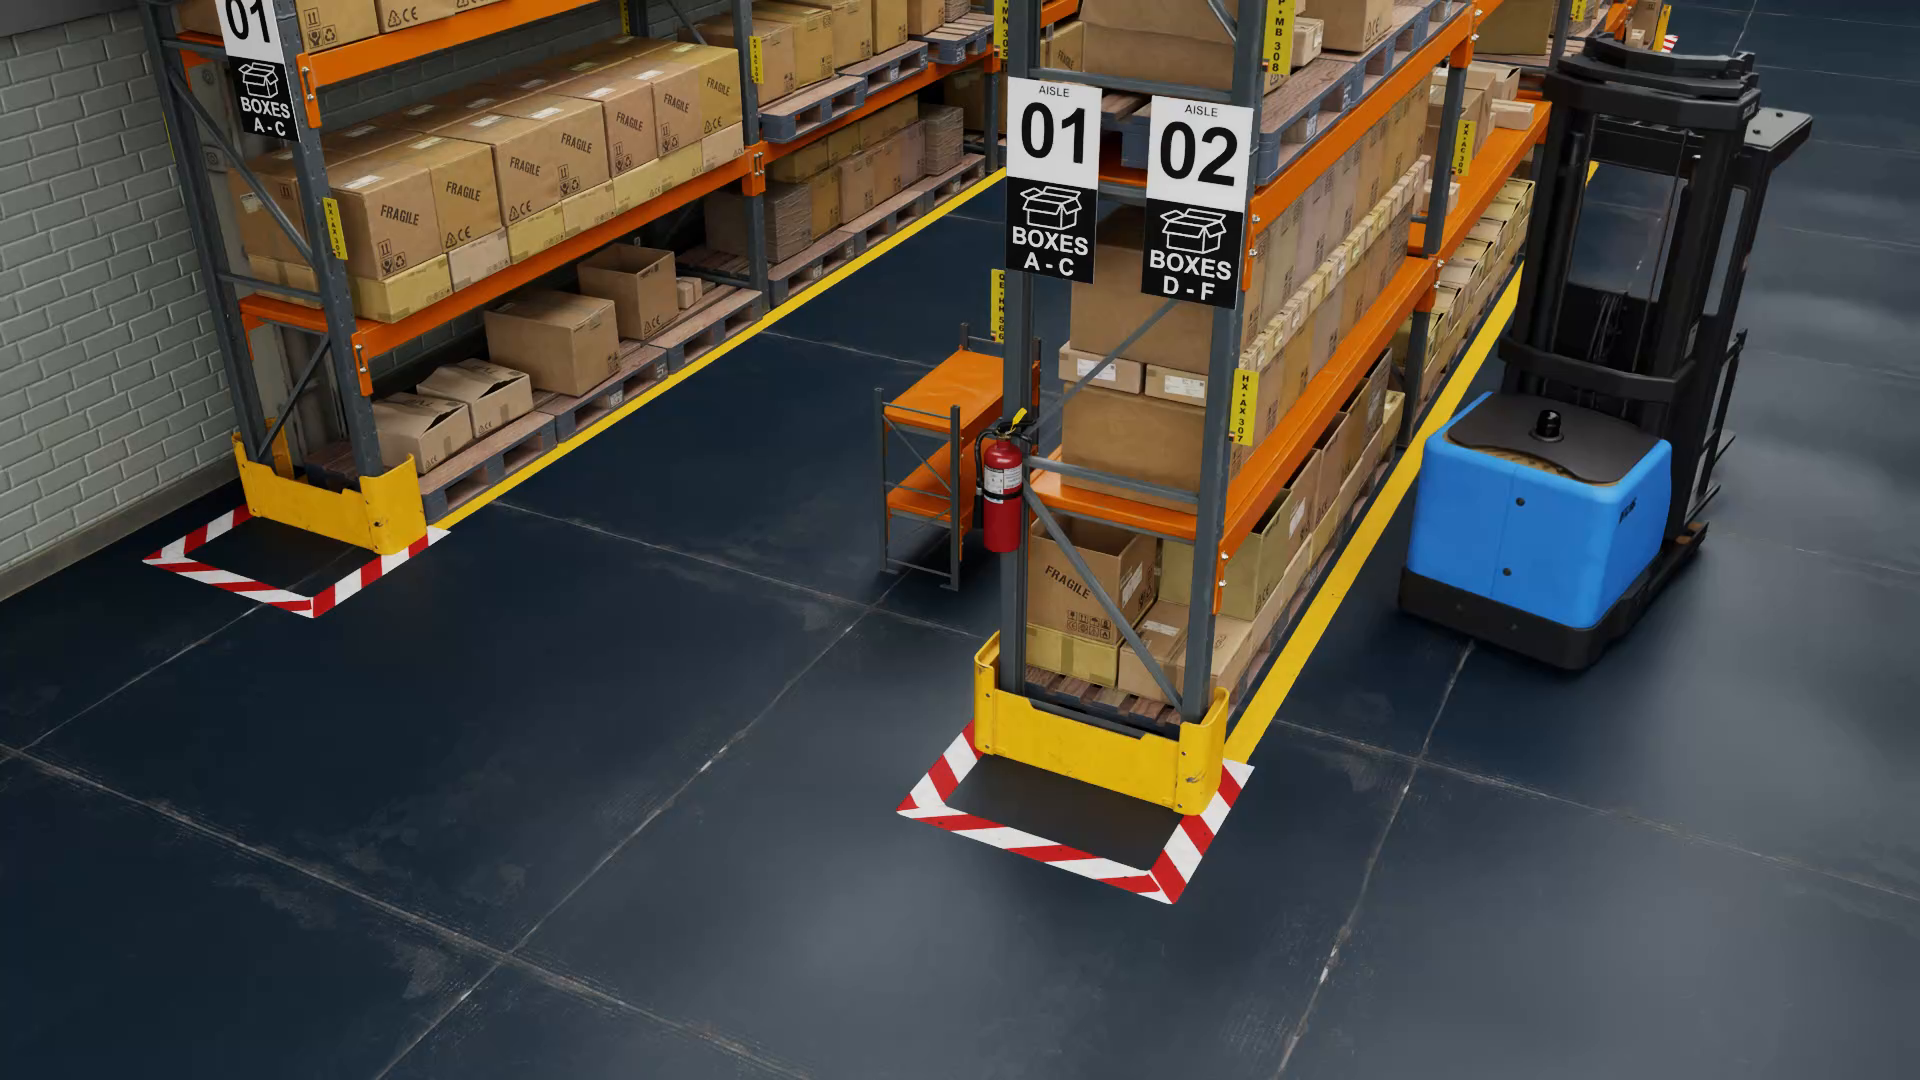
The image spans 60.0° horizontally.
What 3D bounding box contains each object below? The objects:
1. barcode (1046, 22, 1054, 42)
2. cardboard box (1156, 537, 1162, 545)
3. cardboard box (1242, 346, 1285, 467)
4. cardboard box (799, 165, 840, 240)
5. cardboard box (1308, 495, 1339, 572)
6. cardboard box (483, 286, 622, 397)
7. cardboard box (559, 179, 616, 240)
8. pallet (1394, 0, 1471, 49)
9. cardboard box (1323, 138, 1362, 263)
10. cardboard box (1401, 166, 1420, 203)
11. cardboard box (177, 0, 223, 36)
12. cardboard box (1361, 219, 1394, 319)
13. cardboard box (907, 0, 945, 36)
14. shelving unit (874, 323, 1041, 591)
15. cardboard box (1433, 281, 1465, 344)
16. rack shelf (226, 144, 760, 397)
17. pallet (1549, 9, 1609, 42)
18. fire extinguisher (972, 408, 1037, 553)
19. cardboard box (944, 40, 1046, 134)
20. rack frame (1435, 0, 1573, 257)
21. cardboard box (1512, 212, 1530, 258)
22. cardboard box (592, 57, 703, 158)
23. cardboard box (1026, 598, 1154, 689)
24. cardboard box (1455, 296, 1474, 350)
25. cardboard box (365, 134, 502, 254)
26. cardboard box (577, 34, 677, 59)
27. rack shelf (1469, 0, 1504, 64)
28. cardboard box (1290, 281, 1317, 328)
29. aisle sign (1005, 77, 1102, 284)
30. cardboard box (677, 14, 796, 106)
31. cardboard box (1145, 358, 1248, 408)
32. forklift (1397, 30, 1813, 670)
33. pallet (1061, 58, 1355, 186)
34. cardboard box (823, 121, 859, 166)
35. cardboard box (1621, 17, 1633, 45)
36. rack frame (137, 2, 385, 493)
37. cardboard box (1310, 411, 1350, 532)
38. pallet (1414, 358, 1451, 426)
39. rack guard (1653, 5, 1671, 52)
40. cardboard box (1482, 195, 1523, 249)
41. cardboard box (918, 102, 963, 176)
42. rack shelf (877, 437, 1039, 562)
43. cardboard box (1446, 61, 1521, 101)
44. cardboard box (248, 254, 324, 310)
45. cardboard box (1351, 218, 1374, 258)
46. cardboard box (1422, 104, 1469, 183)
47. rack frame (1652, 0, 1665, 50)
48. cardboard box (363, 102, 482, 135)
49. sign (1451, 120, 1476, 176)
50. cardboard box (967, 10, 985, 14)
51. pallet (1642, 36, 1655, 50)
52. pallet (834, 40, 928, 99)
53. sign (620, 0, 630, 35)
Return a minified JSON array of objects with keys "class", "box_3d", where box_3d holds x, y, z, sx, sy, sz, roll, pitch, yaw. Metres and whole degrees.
[{"class":"barcode","box_3d":[0.363,-2.050,6.713,0.001,0.075,0.075,14,33,23]},{"class":"cardboard box","box_3d":[1.077,-0.321,8.883,0.500,0.500,0.500,14,33,23]},{"class":"cardboard box","box_3d":[1.114,-0.736,7.918,0.700,0.500,0.500,15,33,25]},{"class":"cardboard box","box_3d":[-1.423,-2.827,13.729,0.700,0.500,0.500,14,33,22]},{"class":"cardboard box","box_3d":[1.782,-0.096,9.244,0.500,0.250,0.500,14,33,23]},{"class":"cardboard box","box_3d":[-2.723,-1.336,11.133,0.700,0.500,0.500,12,32,20]},{"class":"cardboard box","box_3d":[-2.558,-2.146,10.605,0.500,0.250,0.500,15,33,24]},{"class":"pallet","box_3d":[2.112,-2.906,8.875,1.003,0.211,1.213,14,33,23]},{"class":"cardboard box","box_3d":[1.595,-1.768,8.413,0.700,0.500,0.500,14,33,23]},{"class":"cardboard box","box_3d":[2.430,-2.074,9.597,0.380,0.149,0.250,14,33,22]},{"class":"cardboard box","box_3d":[-3.792,-2.972,8.780,0.500,0.500,0.500,17,34,27]},{"class":"cardboard box","box_3d":[2.046,-1.637,9.489,0.700,0.500,0.500,14,33,23]},{"class":"cardboard box","box_3d":[-0.548,-4.692,14.367,0.700,0.500,0.500,11,32,19]},{"class":"shelving unit","box_3d":[0.003,-0.491,9.475,0.538,1.125,1.048,14,33,23]},{"class":"cardboard box","box_3d":[3.120,-1.608,11.314,0.500,0.311,0.500,14,33,23]},{"class":"rack shelf","box_3d":[-2.845,-1.951,10.858,1.077,0.370,4.000,14,33,23]},{"class":"pallet","box_3d":[5.181,-4.581,14.907,1.003,0.211,1.213,14,33,23]},{"class":"fire extinguisher","box_3d":[0.188,-0.274,7.292,0.296,0.674,0.183,14,33,23]},{"class":"cardboard box","box_3d":[0.340,-4.469,16.257,0.750,0.750,0.750,14,33,23]},{"class":"rack frame","box_3d":[4.299,-3.801,13.356,1.000,3.000,0.127,14,33,23]},{"class":"cardboard box","box_3d":[4.277,-2.502,13.434,0.500,0.250,0.500,15,33,24]},{"class":"cardboard box","box_3d":[-2.097,-2.916,11.193,0.500,0.500,0.500,14,33,23]},{"class":"cardboard box","box_3d":[0.636,0.451,8.291,0.500,0.250,0.500,14,33,23]},{"class":"cardboard box","box_3d":[3.349,-1.596,11.857,0.500,0.250,0.500,13,32,22]},{"class":"cardboard box","box_3d":[-3.038,-2.005,9.608,0.500,0.500,0.500,14,33,23]},{"class":"cardboard box","box_3d":[-2.334,-3.257,11.788,0.500,0.500,0.500,14,33,22]},{"class":"rack shelf","box_3d":[3.388,-3.903,11.245,1.077,0.370,4.000,14,33,23]},{"class":"cardboard box","box_3d":[1.494,-1.162,8.010,0.380,0.149,0.250,13,32,22]},{"class":"aisle sign","box_3d":[0.364,-1.419,6.598,0.394,0.787,0.004,14,33,23]},{"class":"cardboard box","box_3d":[-1.672,-3.602,12.467,0.700,0.500,0.500,14,33,23]},{"class":"cardboard box","box_3d":[1.025,-0.704,7.212,0.380,0.149,0.250,14,33,23]},{"class":"forklift","box_3d":[3.682,-1.278,9.032,1.130,2.935,3.031,22,36,33]},{"class":"pallet","box_3d":[1.000,-1.824,6.991,1.003,0.211,1.213,14,33,23]},{"class":"cardboard box","box_3d":[-1.183,-3.339,13.868,0.500,0.250,0.500,13,32,22]},{"class":"cardboard box","box_3d":[6.973,-5.516,18.409,0.797,0.503,0.637,14,33,23]},{"class":"rack frame","box_3d":[-3.757,-1.376,9.135,1.000,3.000,0.127,14,33,23]},{"class":"cardboard box","box_3d":[1.783,-0.421,9.057,0.500,0.500,0.500,14,33,23]},{"class":"pallet","box_3d":[2.778,-1.154,11.547,1.003,0.211,1.213,14,33,23]},{"class":"rack guard","box_3d":[7.909,-6.230,20.096,1.175,0.500,0.348,14,33,23]},{"class":"cardboard box","box_3d":[4.049,-2.514,12.891,0.500,0.311,0.500,14,33,23]},{"class":"cardboard box","box_3d":[-0.394,-3.699,15.247,0.700,0.500,0.500,15,33,24]},{"class":"rack shelf","box_3d":[0.003,-0.279,9.597,0.538,0.278,1.000,14,33,23]},{"class":"cardboard box","box_3d":[4.095,-3.611,13.115,0.500,0.311,0.500,16,34,26]},{"class":"cardboard box","box_3d":[-3.716,-1.571,9.604,0.500,0.250,0.500,15,33,24]},{"class":"cardboard box","box_3d":[1.964,-1.620,8.808,0.380,0.149,0.250,15,33,25]},{"class":"cardboard box","box_3d":[3.081,-2.641,11.237,0.500,0.500,0.500,17,34,27]},{"class":"rack frame","box_3d":[7.944,-7.347,19.532,1.000,3.000,0.127,14,33,23]},{"class":"cardboard box","box_3d":[-3.261,-2.353,10.214,0.500,0.500,0.500,13,32,22]},{"class":"sign","box_3d":[2.972,-2.312,9.815,0.100,0.325,0.005,14,33,23]},{"class":"cardboard box","box_3d":[0.244,-4.916,15.531,0.380,0.149,0.250,14,33,23]},{"class":"pallet","box_3d":[7.547,-5.750,19.552,1.003,0.211,1.213,14,33,23]},{"class":"pallet","box_3d":[-0.978,-3.953,13.814,1.003,0.211,1.213,14,33,23]},{"class":"sign","box_3d":[-2.430,-3.776,12.151,0.100,0.325,0.005,14,33,23]}]
